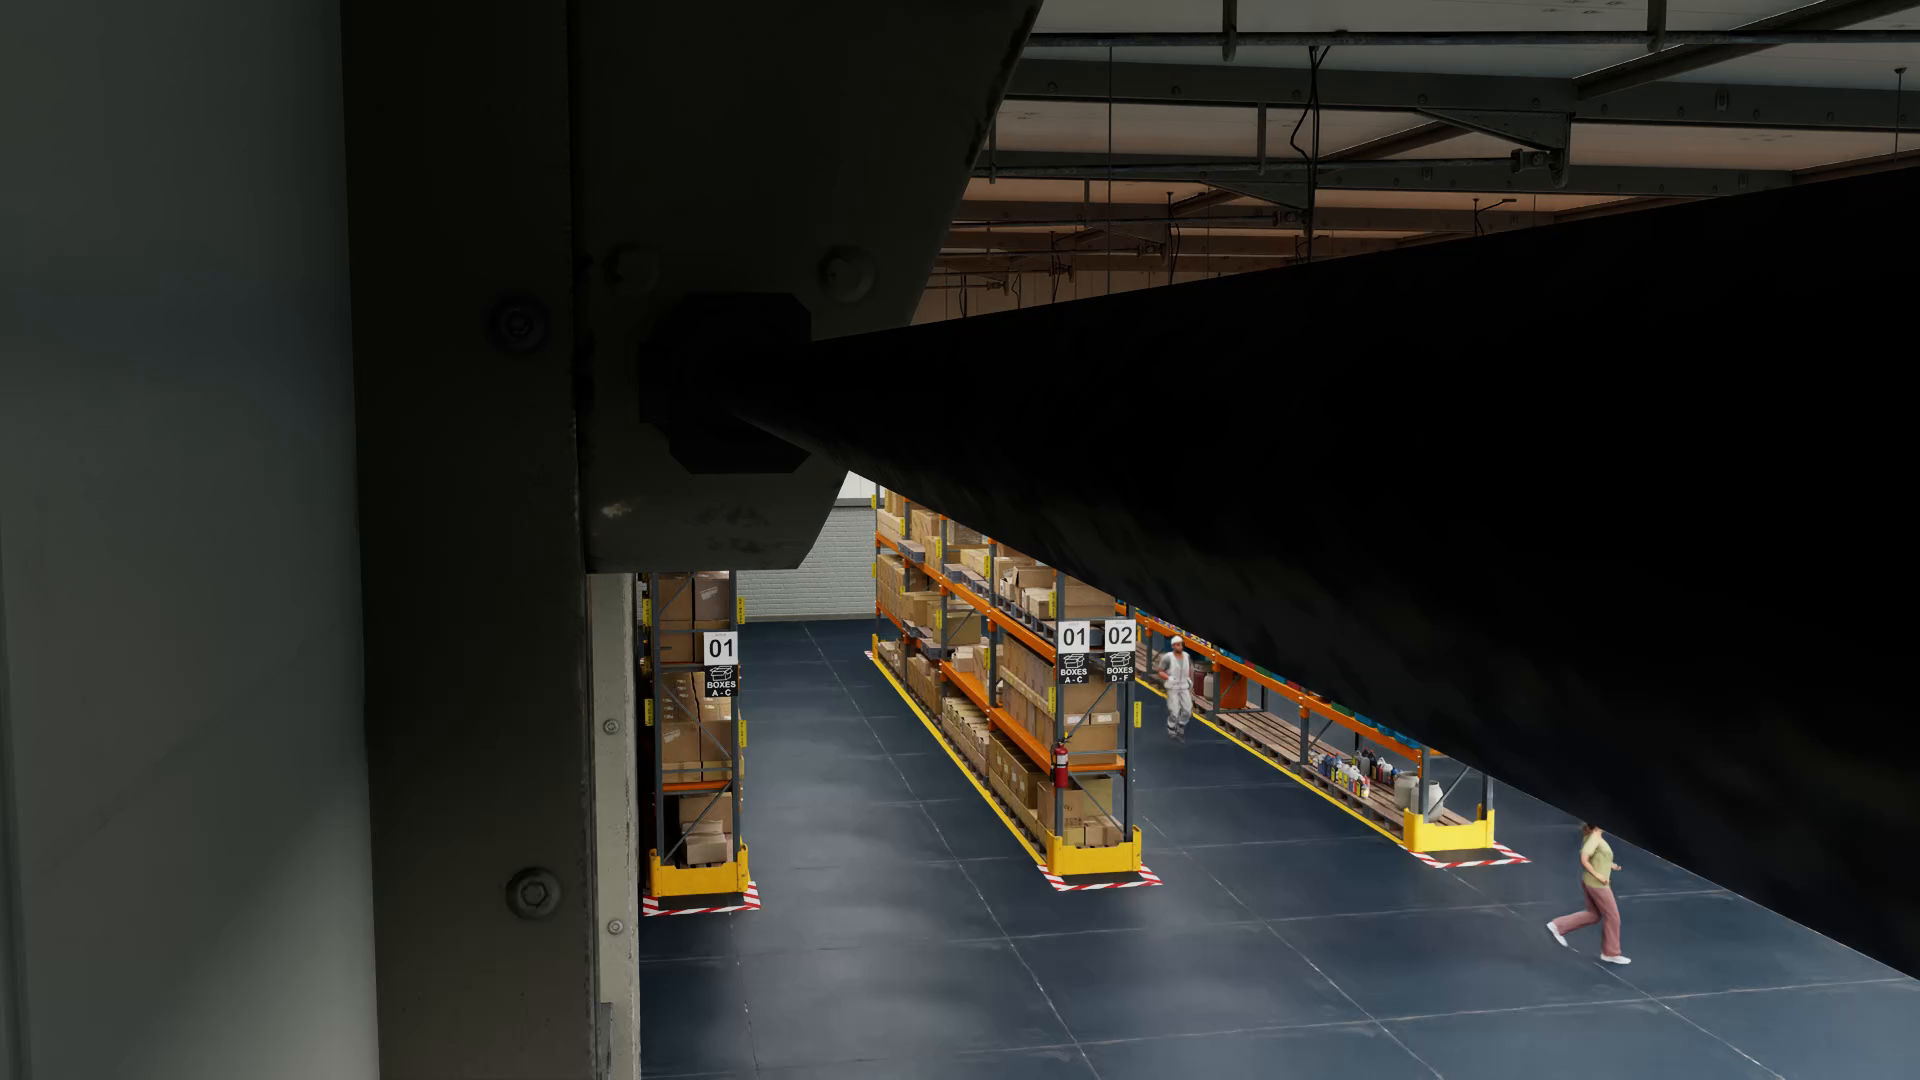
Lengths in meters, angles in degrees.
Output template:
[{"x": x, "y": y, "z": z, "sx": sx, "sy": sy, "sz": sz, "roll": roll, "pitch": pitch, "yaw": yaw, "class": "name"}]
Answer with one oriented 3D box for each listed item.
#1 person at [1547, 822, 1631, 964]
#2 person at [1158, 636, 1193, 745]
[{"x": 6.743, "y": 3.697, "z": 17.759, "sx": 0.867, "sy": 1.666, "sz": 0.579, "roll": 1, "pitch": 6, "yaw": 9, "class": "person"}, {"x": 3.538, "y": 2.458, "z": 27.018, "sx": 0.648, "sy": 1.812, "sz": 0.638, "roll": -2, "pitch": 6, "yaw": -15, "class": "person"}]
